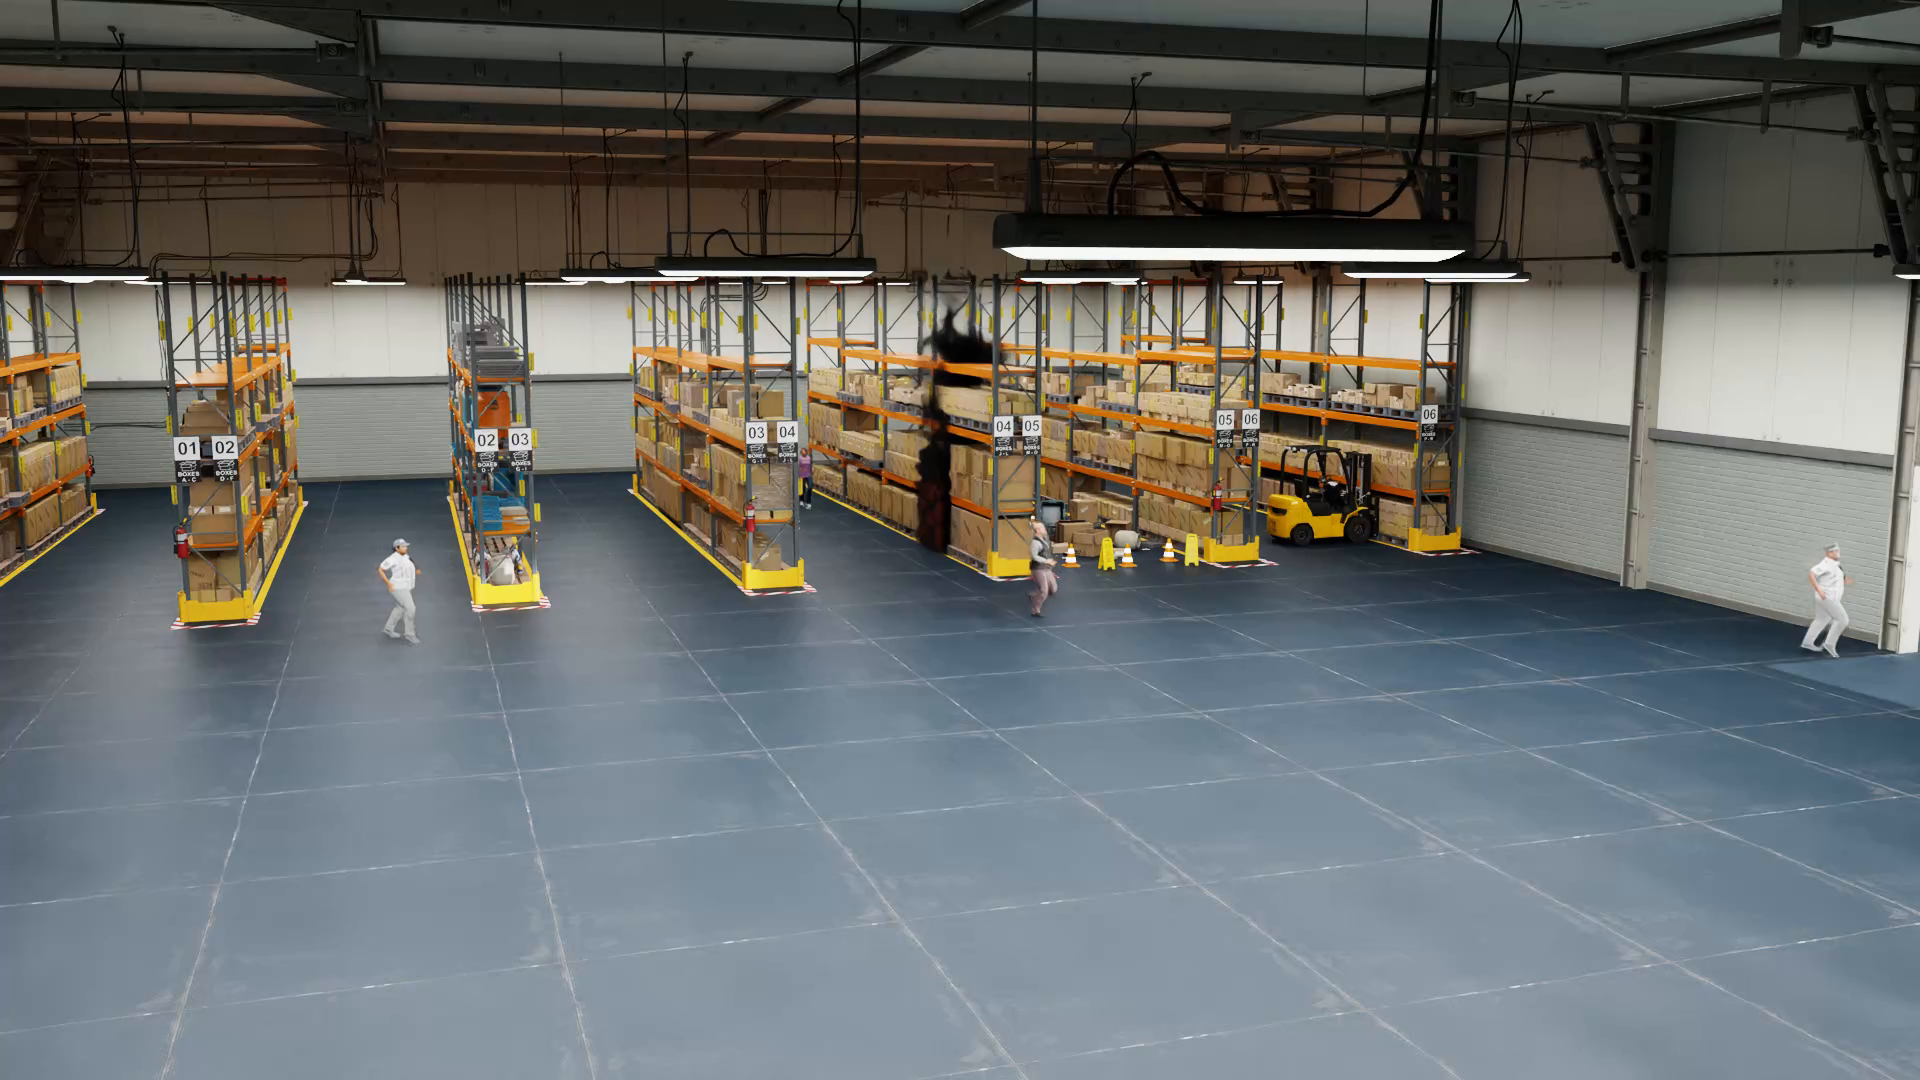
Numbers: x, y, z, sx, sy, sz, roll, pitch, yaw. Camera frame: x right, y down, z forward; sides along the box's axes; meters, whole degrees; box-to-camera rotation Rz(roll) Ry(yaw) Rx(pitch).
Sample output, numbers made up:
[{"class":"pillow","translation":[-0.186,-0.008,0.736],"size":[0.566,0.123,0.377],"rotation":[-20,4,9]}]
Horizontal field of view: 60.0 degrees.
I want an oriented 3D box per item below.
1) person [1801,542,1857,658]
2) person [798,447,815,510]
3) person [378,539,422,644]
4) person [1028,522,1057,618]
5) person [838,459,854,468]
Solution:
[{"class":"person","translation":[13.646,0.939,26.082],"size":[0.699,1.829,0.645],"rotation":[5,10,29]},{"class":"person","translation":[-4.053,-1.625,43.630],"size":[0.541,1.620,0.733],"rotation":[-2,9,-14]},{"class":"person","translation":[-9.094,0.836,27.064],"size":[0.736,1.726,0.581],"rotation":[1,9,8]},{"class":"person","translation":[1.437,0.524,29.084],"size":[0.573,1.680,0.655],"rotation":[3,9,19]},{"class":"person","translation":[-3.502,-2.599,49.795],"size":[0.545,1.649,0.700],"rotation":[4,10,27]}]
